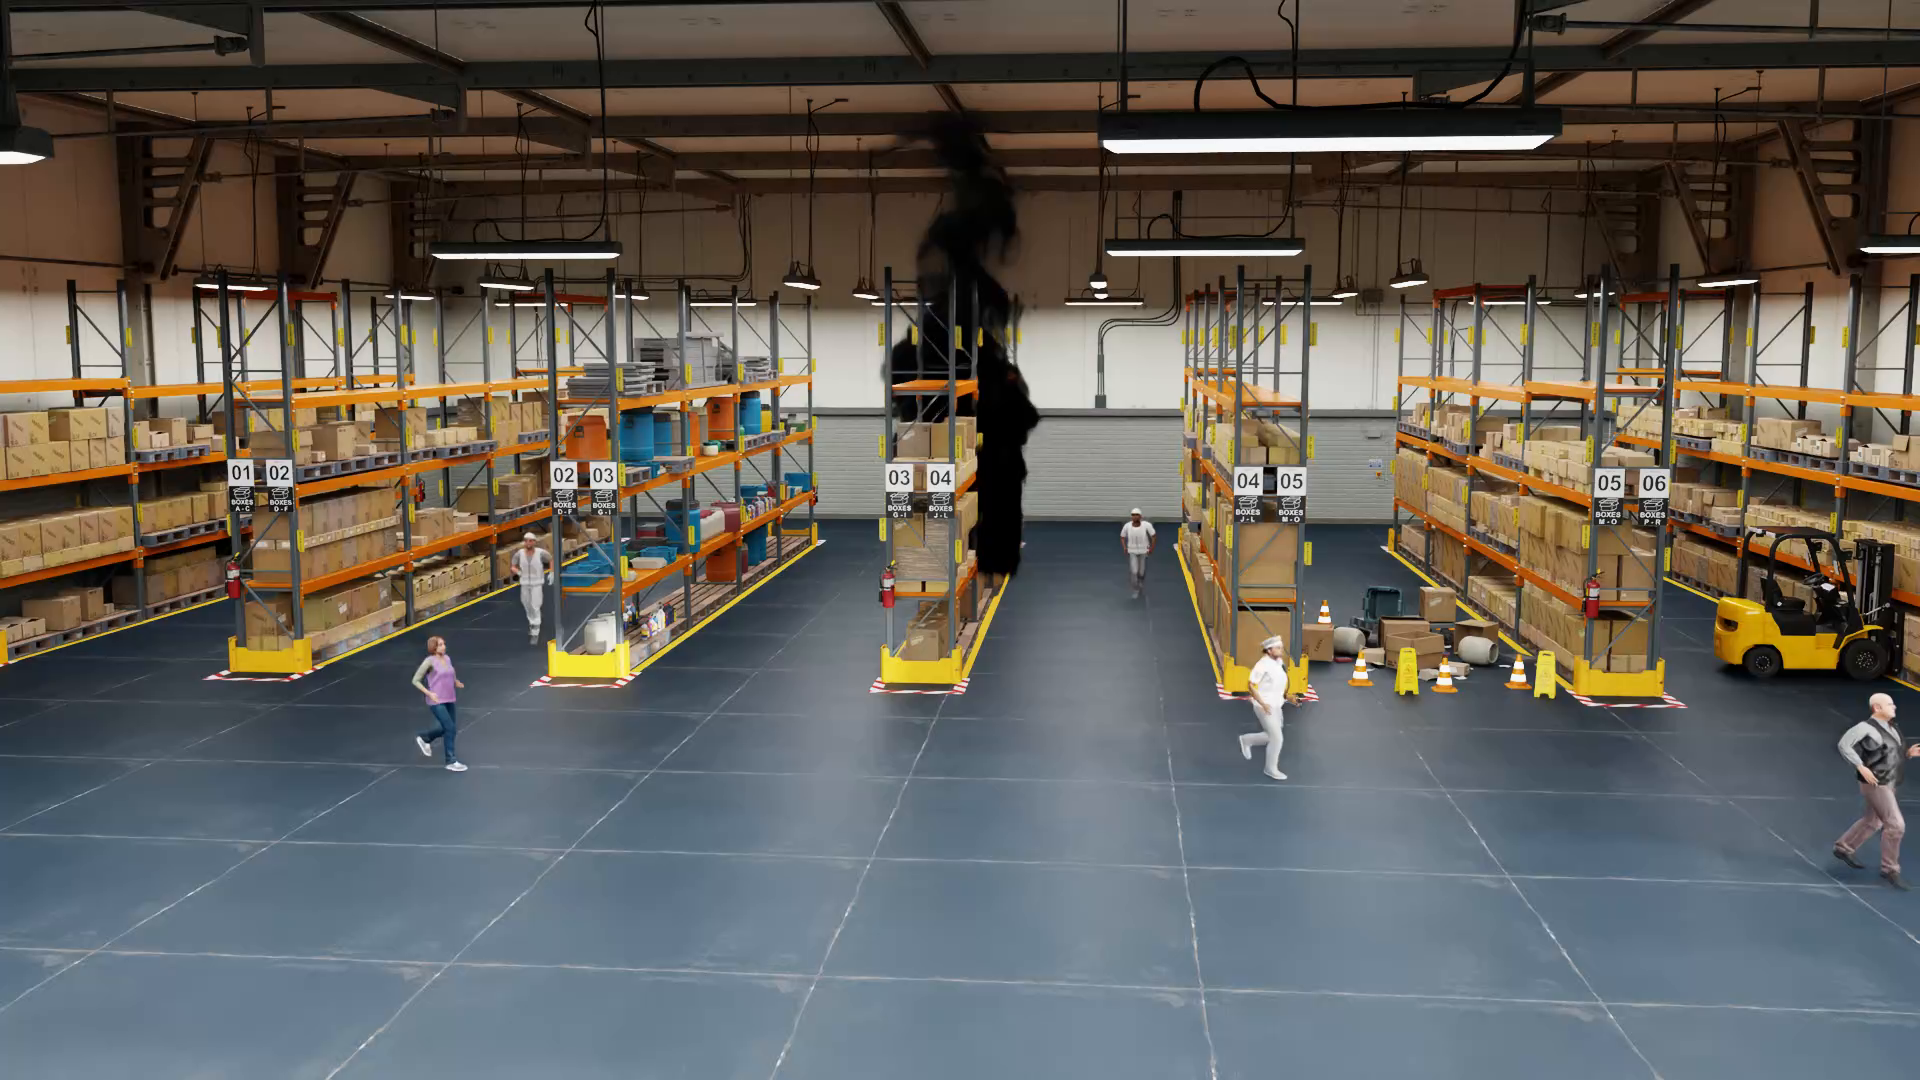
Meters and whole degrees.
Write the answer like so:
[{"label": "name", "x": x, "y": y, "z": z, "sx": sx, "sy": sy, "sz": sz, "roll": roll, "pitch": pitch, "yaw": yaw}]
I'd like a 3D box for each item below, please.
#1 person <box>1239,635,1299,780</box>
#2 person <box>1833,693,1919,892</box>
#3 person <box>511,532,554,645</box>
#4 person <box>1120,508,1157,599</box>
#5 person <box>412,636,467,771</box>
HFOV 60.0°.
[{"label": "person", "x": 3.471, "y": 1.886, "z": 19.073, "sx": 0.697, "sy": 1.655, "sz": 0.557, "roll": 6, "pitch": 9, "yaw": 42}, {"label": "person", "x": 8.465, "y": 2.289, "z": 15.338, "sx": 0.643, "sy": 1.774, "sz": 0.747, "roll": -6, "pitch": 9, "yaw": -41}, {"label": "person", "x": -7.067, "y": 0.781, "z": 27.492, "sx": 0.683, "sy": 1.844, "sz": 0.817, "roll": 0, "pitch": 7, "yaw": -1}, {"label": "person", "x": 3.456, "y": 0.239, "z": 32.228, "sx": 0.704, "sy": 1.748, "sz": 0.656, "roll": 1, "pitch": 7, "yaw": 10}, {"label": "person", "x": -6.069, "y": 1.885, "z": 19.322, "sx": 0.767, "sy": 1.564, "sz": 0.547, "roll": 3, "pitch": 8, "yaw": 23}]
